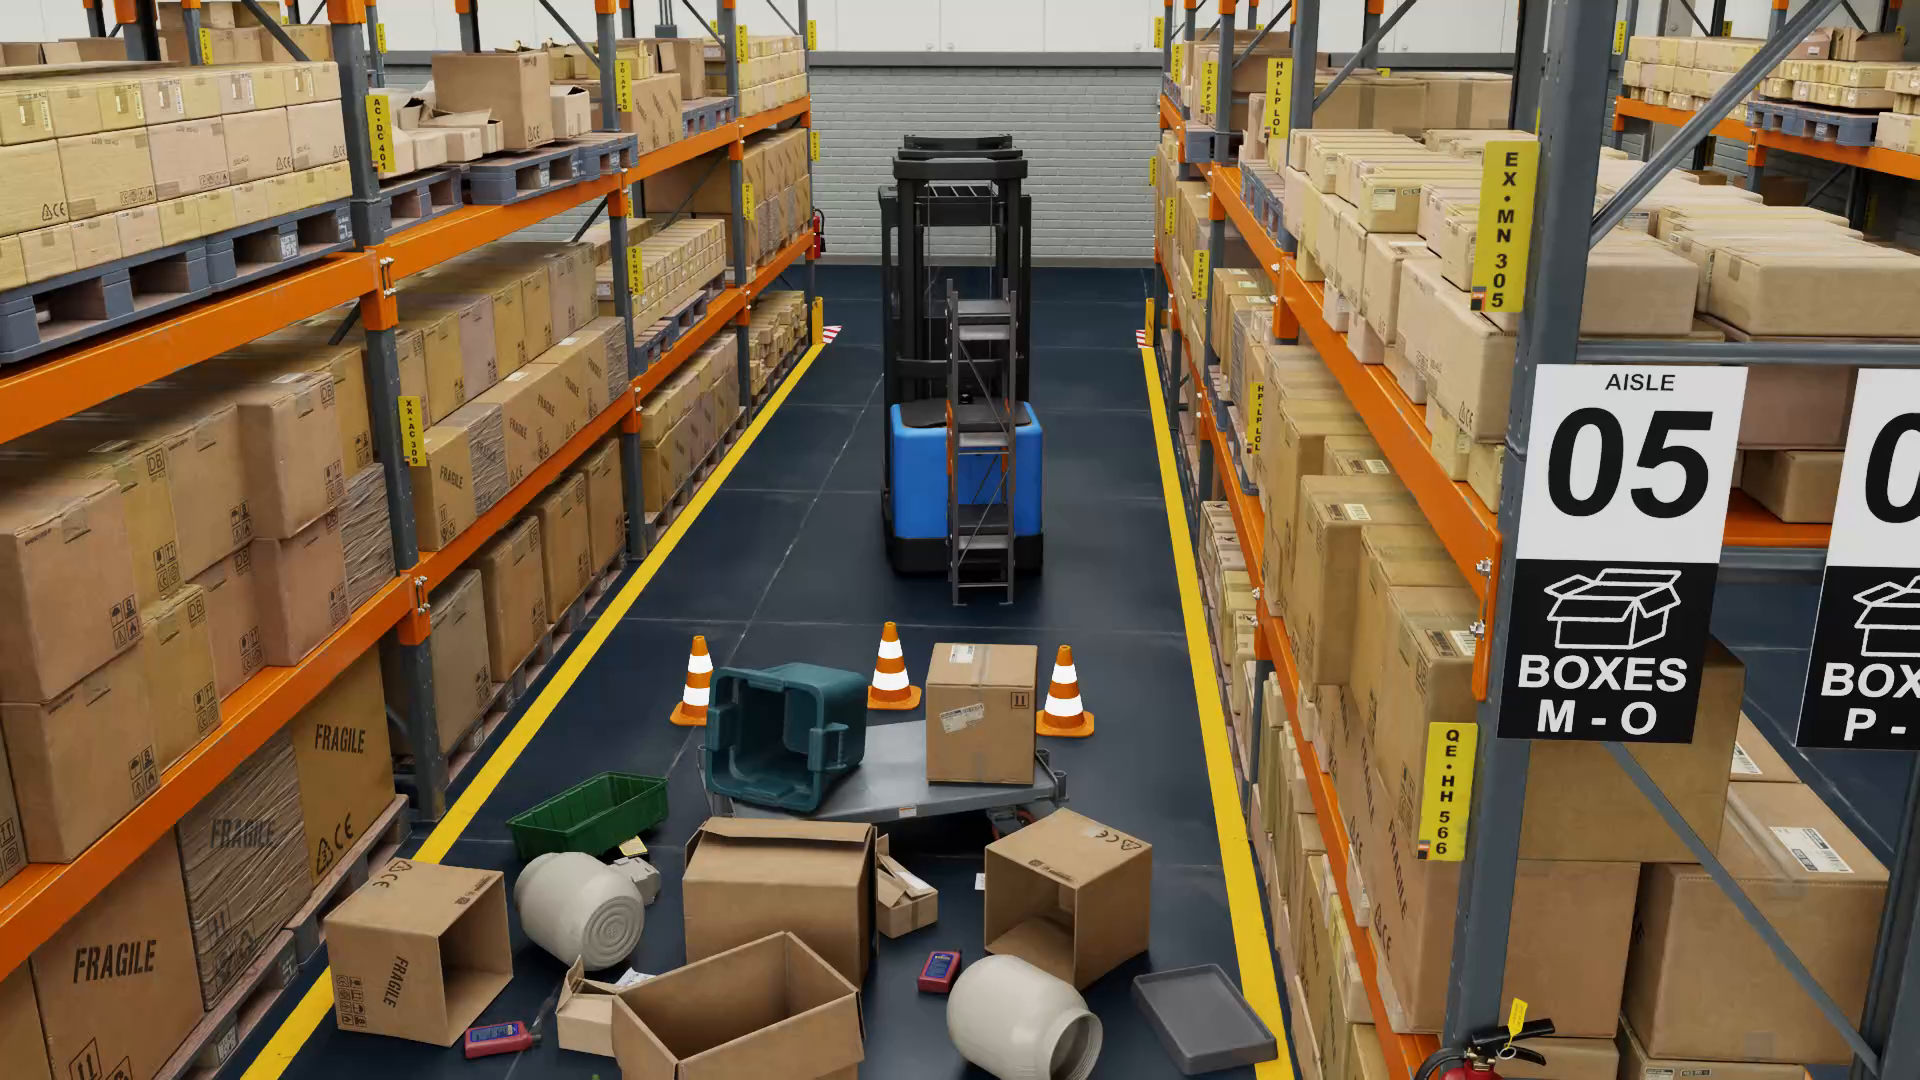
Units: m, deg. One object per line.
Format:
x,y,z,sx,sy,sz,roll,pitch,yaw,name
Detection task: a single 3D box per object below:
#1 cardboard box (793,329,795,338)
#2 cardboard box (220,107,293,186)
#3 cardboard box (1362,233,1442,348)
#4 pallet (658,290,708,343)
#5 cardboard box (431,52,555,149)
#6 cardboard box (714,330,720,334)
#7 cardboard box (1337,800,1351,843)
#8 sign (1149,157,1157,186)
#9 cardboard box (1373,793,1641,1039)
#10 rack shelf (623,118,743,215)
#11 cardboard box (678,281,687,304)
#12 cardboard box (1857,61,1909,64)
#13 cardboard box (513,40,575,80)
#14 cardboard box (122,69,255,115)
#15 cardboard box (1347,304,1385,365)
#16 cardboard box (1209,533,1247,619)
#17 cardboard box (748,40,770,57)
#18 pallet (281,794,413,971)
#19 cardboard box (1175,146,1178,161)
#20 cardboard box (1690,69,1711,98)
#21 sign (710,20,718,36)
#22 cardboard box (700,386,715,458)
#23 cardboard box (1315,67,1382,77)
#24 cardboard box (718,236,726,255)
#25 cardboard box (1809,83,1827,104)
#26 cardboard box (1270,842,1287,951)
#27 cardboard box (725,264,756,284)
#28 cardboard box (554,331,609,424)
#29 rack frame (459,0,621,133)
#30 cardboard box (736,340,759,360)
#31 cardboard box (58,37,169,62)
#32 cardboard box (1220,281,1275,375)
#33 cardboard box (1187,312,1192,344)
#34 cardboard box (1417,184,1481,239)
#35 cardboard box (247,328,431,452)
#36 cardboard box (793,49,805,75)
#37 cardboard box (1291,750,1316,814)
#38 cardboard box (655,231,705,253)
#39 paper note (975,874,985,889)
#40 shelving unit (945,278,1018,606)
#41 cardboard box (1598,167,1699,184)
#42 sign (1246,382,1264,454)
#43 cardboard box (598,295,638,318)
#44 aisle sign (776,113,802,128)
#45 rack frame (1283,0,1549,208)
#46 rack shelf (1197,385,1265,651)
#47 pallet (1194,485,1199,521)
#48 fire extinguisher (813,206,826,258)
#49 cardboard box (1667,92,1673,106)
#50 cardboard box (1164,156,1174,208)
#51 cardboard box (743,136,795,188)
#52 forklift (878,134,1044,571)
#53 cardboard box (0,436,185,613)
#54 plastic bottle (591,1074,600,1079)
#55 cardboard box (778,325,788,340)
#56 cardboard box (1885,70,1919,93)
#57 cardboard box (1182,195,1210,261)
-2.049,-2.300,18.529,0.380,0.149,0.250,1,18,4,cardboard box
-2.873,-1.485,6.250,0.500,0.250,0.500,1,18,4,cardboard box
1.438,-0.715,4.734,0.500,0.250,0.500,2,18,5,cardboard box
-2.670,-1.825,13.485,1.003,0.211,1.213,1,18,4,pallet
-2.616,-2.475,9.345,0.500,0.500,0.500,1,18,4,cardboard box
-2.632,-2.024,16.730,0.380,0.149,0.250,2,18,6,cardboard box
1.436,0.863,5.377,0.380,0.149,0.250,1,18,3,cardboard box
2.194,-4.170,18.813,0.100,0.325,0.005,1,18,4,sign
1.364,0.899,4.223,0.500,0.500,0.500,1,18,3,cardboard box
-2.627,-3.006,13.116,1.077,0.370,4.000,1,18,4,rack shelf
-2.424,-2.008,13.463,0.380,0.149,0.250,1,18,2,cardboard box
7.501,-3.795,13.461,0.380,0.149,0.250,1,18,3,cardboard box
-2.979,-3.429,11.862,0.396,0.266,0.258,1,18,4,cardboard box
-2.821,-1.636,6.069,0.380,0.149,0.250,2,18,5,cardboard box
1.412,-0.638,5.140,0.380,0.149,0.250,1,18,3,cardboard box
2.078,0.232,10.443,0.950,0.372,0.625,1,18,3,cardboard box
-2.080,-4.816,16.285,0.380,0.149,0.250,2,18,7,cardboard box
-3.190,1.501,7.503,1.003,0.211,1.213,1,18,4,pallet
2.320,-3.793,16.374,0.380,0.149,0.250,1,18,3,cardboard box
7.271,-4.326,15.754,0.500,0.250,0.500,2,18,5,cardboard box
-2.739,-5.638,18.592,0.100,0.325,0.005,1,18,4,sign
-2.364,-1.001,14.000,0.500,0.500,0.500,1,18,3,cardboard box
1.853,-2.271,8.483,0.500,0.250,0.500,2,18,5,cardboard box
-2.316,-2.637,14.904,0.380,0.149,0.250,2,18,6,cardboard box
6.923,-3.506,13.058,0.380,0.149,0.250,1,18,3,cardboard box
1.548,1.471,6.858,0.500,0.250,0.500,2,18,7,cardboard box
-2.137,-2.504,15.652,0.380,0.149,0.250,2,18,6,cardboard box
-2.572,-1.048,10.642,0.500,0.500,0.500,1,18,4,cardboard box
-2.771,-4.152,10.642,1.000,3.000,0.127,1,18,4,rack frame
-2.174,-1.857,16.222,0.380,0.149,0.250,2,18,7,cardboard box
-7.456,-4.177,14.702,0.700,0.500,0.500,2,18,5,cardboard box
1.880,-1.314,10.302,0.500,0.500,0.500,2,18,7,cardboard box
2.024,-1.628,12.816,0.500,0.250,0.500,1,18,3,cardboard box
1.526,-0.927,4.740,0.380,0.149,0.250,1,18,2,cardboard box
-3.028,-0.736,8.084,0.700,0.500,0.500,1,18,3,cardboard box
-1.977,-5.228,18.183,0.500,0.250,0.500,1,18,2,cardboard box
1.455,0.921,6.290,0.380,0.149,0.250,2,18,7,cardboard box
-2.376,-2.532,14.106,0.380,0.149,0.250,1,18,4,cardboard box
0.147,1.558,7.619,0.148,0.019,0.142,1,18,4,paper note
0.135,-0.639,11.000,0.431,2.100,0.503,-1,18,-4,shelving unit
2.066,-1.077,5.199,0.380,0.149,0.250,2,18,5,cardboard box
1.333,-0.541,7.397,0.100,0.325,0.005,1,18,4,sign
-2.536,-1.668,11.947,0.380,0.149,0.250,2,18,6,cardboard box
-1.893,-5.037,18.802,0.394,0.787,0.004,1,18,4,aisle sign
1.887,-2.830,6.609,1.000,3.000,0.127,1,18,4,rack frame
2.030,-0.259,9.551,1.077,0.370,4.000,1,18,4,rack shelf
2.305,-0.140,12.511,1.003,0.211,1.213,1,18,4,pallet
-1.719,-3.639,19.436,0.296,0.674,0.183,1,18,4,fire extinguisher
7.327,-4.413,16.659,0.380,0.149,0.250,1,18,3,cardboard box
2.335,-3.611,16.859,0.500,0.500,0.500,1,18,4,cardboard box
-2.047,-3.983,17.516,0.500,0.500,0.500,2,18,7,cardboard box
-0.046,-1.586,12.556,1.130,2.935,3.031,-1,18,-4,forklift
-3.248,-0.026,5.711,0.875,0.550,0.500,1,18,4,cardboard box
-1.356,2.052,6.062,0.133,0.061,0.283,-5,19,-15,plastic bottle
-2.047,-2.200,17.745,0.380,0.149,0.250,2,18,7,cardboard box
6.947,-3.313,12.023,0.380,0.149,0.250,1,18,4,cardboard box
2.095,-2.542,13.598,0.500,0.500,0.500,1,18,3,cardboard box
